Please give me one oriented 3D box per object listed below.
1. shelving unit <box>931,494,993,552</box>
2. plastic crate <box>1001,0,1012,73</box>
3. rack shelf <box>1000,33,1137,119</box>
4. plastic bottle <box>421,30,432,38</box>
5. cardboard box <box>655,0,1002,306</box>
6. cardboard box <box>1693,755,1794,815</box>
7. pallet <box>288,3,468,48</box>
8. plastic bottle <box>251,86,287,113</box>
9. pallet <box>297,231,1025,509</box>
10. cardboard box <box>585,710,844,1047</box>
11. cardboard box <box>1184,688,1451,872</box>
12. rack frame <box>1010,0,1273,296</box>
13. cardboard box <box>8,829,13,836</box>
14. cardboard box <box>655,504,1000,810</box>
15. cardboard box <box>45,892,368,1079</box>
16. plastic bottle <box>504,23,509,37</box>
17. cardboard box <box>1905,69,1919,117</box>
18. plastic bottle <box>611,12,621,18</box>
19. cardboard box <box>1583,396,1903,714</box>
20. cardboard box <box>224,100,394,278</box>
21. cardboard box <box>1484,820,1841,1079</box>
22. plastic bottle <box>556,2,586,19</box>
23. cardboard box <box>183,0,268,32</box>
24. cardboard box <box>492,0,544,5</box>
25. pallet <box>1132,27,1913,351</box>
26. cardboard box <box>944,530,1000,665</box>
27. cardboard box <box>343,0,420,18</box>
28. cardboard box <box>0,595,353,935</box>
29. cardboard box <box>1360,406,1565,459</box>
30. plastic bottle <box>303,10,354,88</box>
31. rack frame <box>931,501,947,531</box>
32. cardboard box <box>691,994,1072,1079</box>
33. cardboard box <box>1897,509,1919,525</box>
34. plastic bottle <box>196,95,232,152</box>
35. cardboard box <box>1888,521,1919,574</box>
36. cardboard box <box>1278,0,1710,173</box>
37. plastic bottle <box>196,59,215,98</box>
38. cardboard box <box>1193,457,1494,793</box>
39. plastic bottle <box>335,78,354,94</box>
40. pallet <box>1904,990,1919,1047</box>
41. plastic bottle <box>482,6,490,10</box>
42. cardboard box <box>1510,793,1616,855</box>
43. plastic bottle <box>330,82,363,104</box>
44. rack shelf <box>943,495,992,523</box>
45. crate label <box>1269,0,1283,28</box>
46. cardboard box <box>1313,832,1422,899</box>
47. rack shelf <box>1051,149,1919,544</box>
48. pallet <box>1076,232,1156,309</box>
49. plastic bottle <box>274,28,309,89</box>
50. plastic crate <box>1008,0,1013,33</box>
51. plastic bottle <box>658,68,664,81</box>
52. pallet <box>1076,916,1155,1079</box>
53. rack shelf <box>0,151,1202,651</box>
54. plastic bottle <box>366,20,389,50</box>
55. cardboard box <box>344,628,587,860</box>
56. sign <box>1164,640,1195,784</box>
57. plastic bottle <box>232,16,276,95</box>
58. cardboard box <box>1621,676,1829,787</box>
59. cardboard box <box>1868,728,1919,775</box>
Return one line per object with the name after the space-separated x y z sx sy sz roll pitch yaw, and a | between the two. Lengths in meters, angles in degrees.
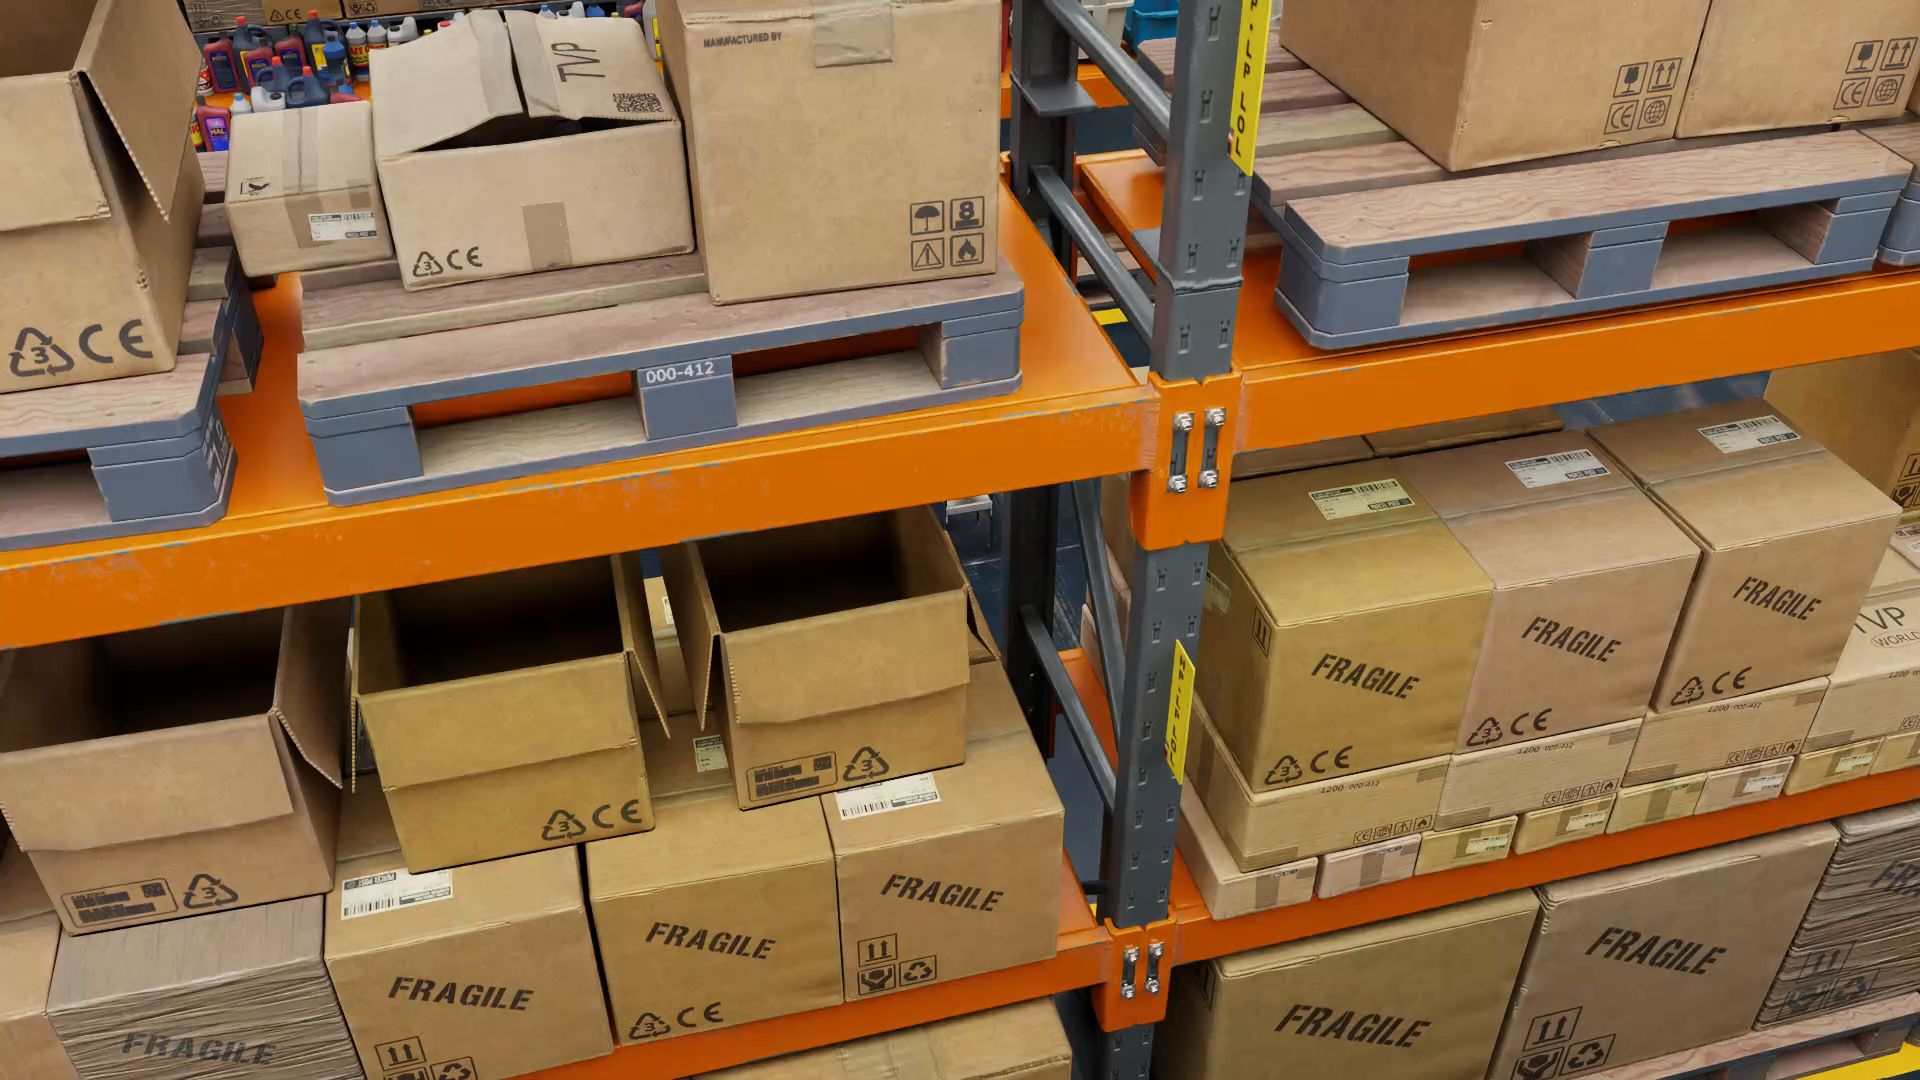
0.008 -0.359 6.978 0.210 0.900 0.258 -9 38 -12 | shelving unit
-0.064 -2.481 7.922 0.583 0.464 0.402 -9 38 -12 | plastic crate
0.939 -2.468 8.600 4.000 0.370 1.077 -9 38 -12 | rack shelf
-2.551 -2.360 8.029 0.097 0.201 0.097 0 37 0 | plastic bottle
-0.258 -0.832 2.972 0.500 0.500 0.700 -8 38 -11 | cardboard box
1.923 0.510 4.321 0.250 0.149 0.380 -9 38 -11 | cardboard box
-4.235 -3.889 12.161 1.213 0.211 1.003 -9 38 -12 | pallet
-3.012 -1.853 7.306 0.135 0.276 0.152 -9 38 -12 | plastic bottle
-0.573 -0.473 3.089 1.217 0.209 0.805 -11 39 -14 | pallet
-0.560 0.737 3.736 0.500 0.500 0.500 -8 38 -11 | cardboard box
0.821 0.489 4.021 0.500 0.250 0.500 -10 39 -13 | cardboard box
0.300 -1.915 2.347 0.127 3.000 1.000 -9 38 -12 | rack frame
-2.167 0.679 3.812 0.500 0.500 0.500 -11 39 -13 | cardboard box
-0.315 0.136 3.696 0.637 0.503 0.797 -10 39 -13 | cardboard box
-1.548 0.900 3.522 0.500 0.500 0.500 -9 38 -12 | cardboard box
-2.198 -2.417 8.105 0.097 0.201 0.097 0 37 0 | plastic bottle
2.101 -1.211 3.385 0.500 0.500 0.700 -8 38 -10 | cardboard box
-1.692 -2.500 8.213 0.097 0.201 0.097 0 37 0 | plastic bottle
1.807 0.027 4.007 0.500 0.500 0.500 -10 39 -13 | cardboard box
-1.177 -0.643 3.014 0.250 0.149 0.380 -11 39 -14 | cardboard box
1.827 0.945 4.949 0.875 0.875 0.875 -9 38 -12 | cardboard box
-1.891 -2.480 8.126 0.135 0.276 0.152 -9 38 -12 | plastic bottle
-5.123 -3.882 11.552 0.500 0.500 0.500 -11 39 -14 | cardboard box
-3.161 -4.206 11.974 0.500 0.500 0.500 -9 38 -12 | cardboard box
1.092 -0.812 3.446 1.213 0.211 1.003 -9 38 -12 | pallet
-0.210 0.354 4.236 0.500 0.500 0.500 -9 38 -12 | cardboard box
-4.135 -4.045 11.764 0.500 0.500 0.500 -11 39 -13 | cardboard box
-1.576 0.345 3.422 0.637 0.503 0.797 -8 38 -10 | cardboard box
1.158 -0.195 4.298 0.500 0.500 0.500 -9 38 -11 | cardboard box
-2.999 -2.331 7.869 0.185 0.351 0.144 -9 38 -12 | plastic bottle
-0.090 -0.343 6.957 0.006 0.900 0.240 -9 38 -12 | rack frame
-0.313 1.258 4.540 0.875 0.875 1.225 -9 38 -12 | cardboard box
2.641 -0.143 4.847 0.500 0.250 0.500 -11 39 -13 | cardboard box
-3.224 -1.793 7.221 0.133 0.283 0.061 -9 38 -12 | plastic bottle
2.781 0.169 4.439 0.500 0.250 0.500 -11 39 -13 | cardboard box
1.039 -1.129 3.278 0.500 0.500 0.700 -12 39 -15 | cardboard box
-3.577 -2.191 7.809 0.097 0.201 0.097 0 37 0 | plastic bottle
0.829 0.186 3.800 0.500 0.500 0.500 -9 38 -12 | cardboard box
-2.731 -1.918 7.395 0.097 0.271 0.097 0 37 0 | plastic bottle
3.410 1.114 5.619 1.213 0.211 1.003 -9 38 -12 | pallet
-2.314 -2.442 8.070 0.133 0.283 0.061 -9 38 -12 | plastic bottle
1.433 0.590 4.217 0.250 0.149 0.380 -10 39 -13 | cardboard box
-2.693 -1.880 7.334 0.133 0.283 0.061 -9 38 -12 | plastic bottle
0.008 -0.189 7.108 0.200 0.077 0.258 -9 38 -12 | rack shelf
1.584 -2.659 8.425 0.243 0.136 0.396 -9 38 -12 | crate label
0.925 0.674 4.106 0.250 0.149 0.380 -11 39 -13 | cardboard box
2.230 -0.755 3.891 4.000 0.370 1.077 -9 38 -12 | rack shelf
0.888 -1.664 9.252 1.213 0.211 1.003 -9 38 -12 | pallet
-3.148 -2.267 7.841 0.133 0.283 0.061 -9 38 -12 | plastic bottle
0.019 -2.687 8.471 0.590 0.125 0.437 -9 38 -12 | plastic crate
-1.393 -2.072 7.653 0.097 0.201 0.097 0 37 0 | plastic bottle
1.054 1.501 5.114 1.213 0.211 1.003 -9 38 -12 | pallet
-1.631 -0.121 3.063 4.000 0.370 1.077 -9 38 -12 | rack shelf
-2.775 -2.351 7.960 0.097 0.271 0.097 0 37 0 | plastic bottle
-1.178 0.514 4.027 0.500 0.500 0.500 -10 39 -13 | cardboard box
0.450 0.356 3.428 0.005 0.325 0.100 -9 38 -12 | sign
-3.306 -2.280 7.803 0.185 0.351 0.144 -9 38 -12 | plastic bottle
1.802 0.327 4.232 0.500 0.250 0.500 -8 38 -11 | cardboard box
2.428 0.426 4.432 0.250 0.149 0.380 -9 38 -11 | cardboard box
